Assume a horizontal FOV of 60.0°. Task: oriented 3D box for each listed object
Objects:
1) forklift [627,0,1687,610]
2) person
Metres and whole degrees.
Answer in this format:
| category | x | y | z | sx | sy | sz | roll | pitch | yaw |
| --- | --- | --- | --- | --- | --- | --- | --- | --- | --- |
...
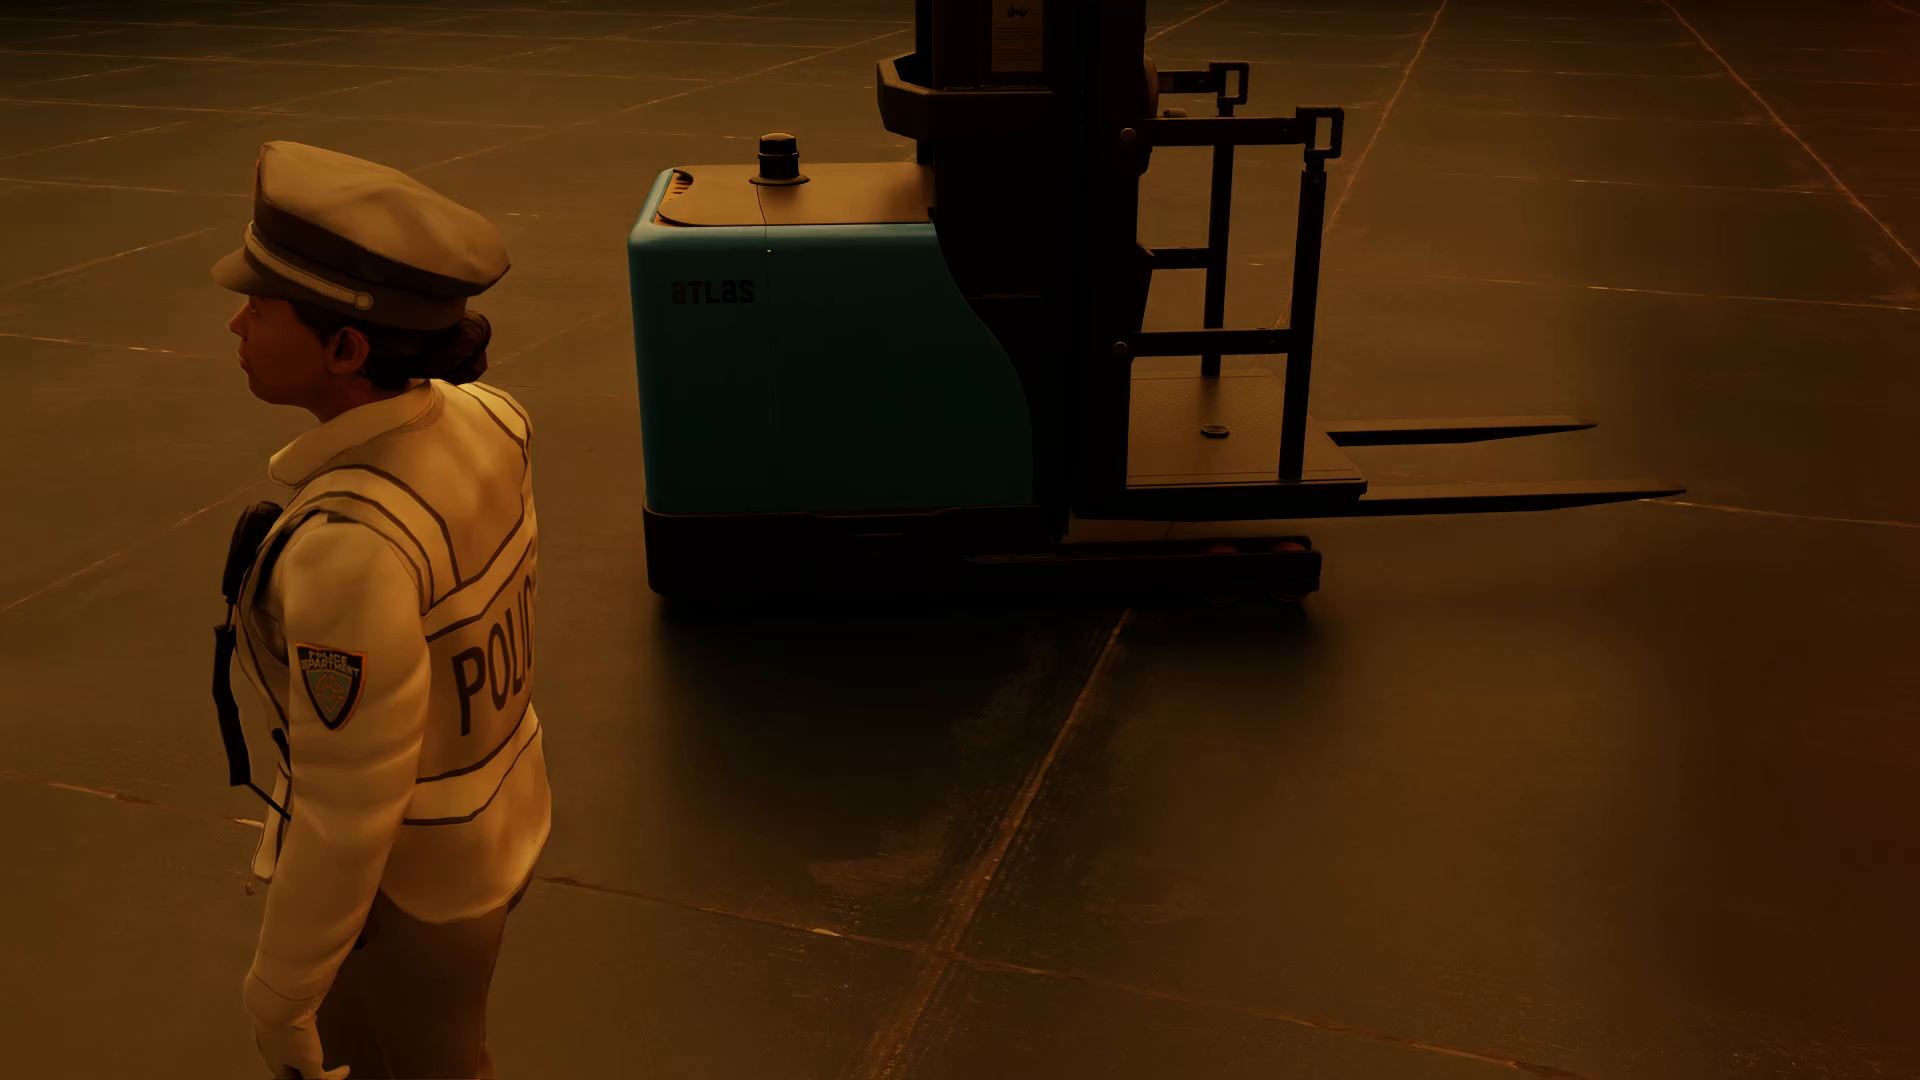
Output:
| category | x | y | z | sx | sy | sz | roll | pitch | yaw |
| --- | --- | --- | --- | --- | --- | --- | --- | --- | --- |
| forklift | 0.606 | -1.374 | 4.608 | 3.031 | 2.935 | 1.130 | -2 | 23 | -4 |
| person | -0.712 | 0.385 | 1.949 | 0.533 | 1.696 | 0.586 | 1 | 22 | 2 |
